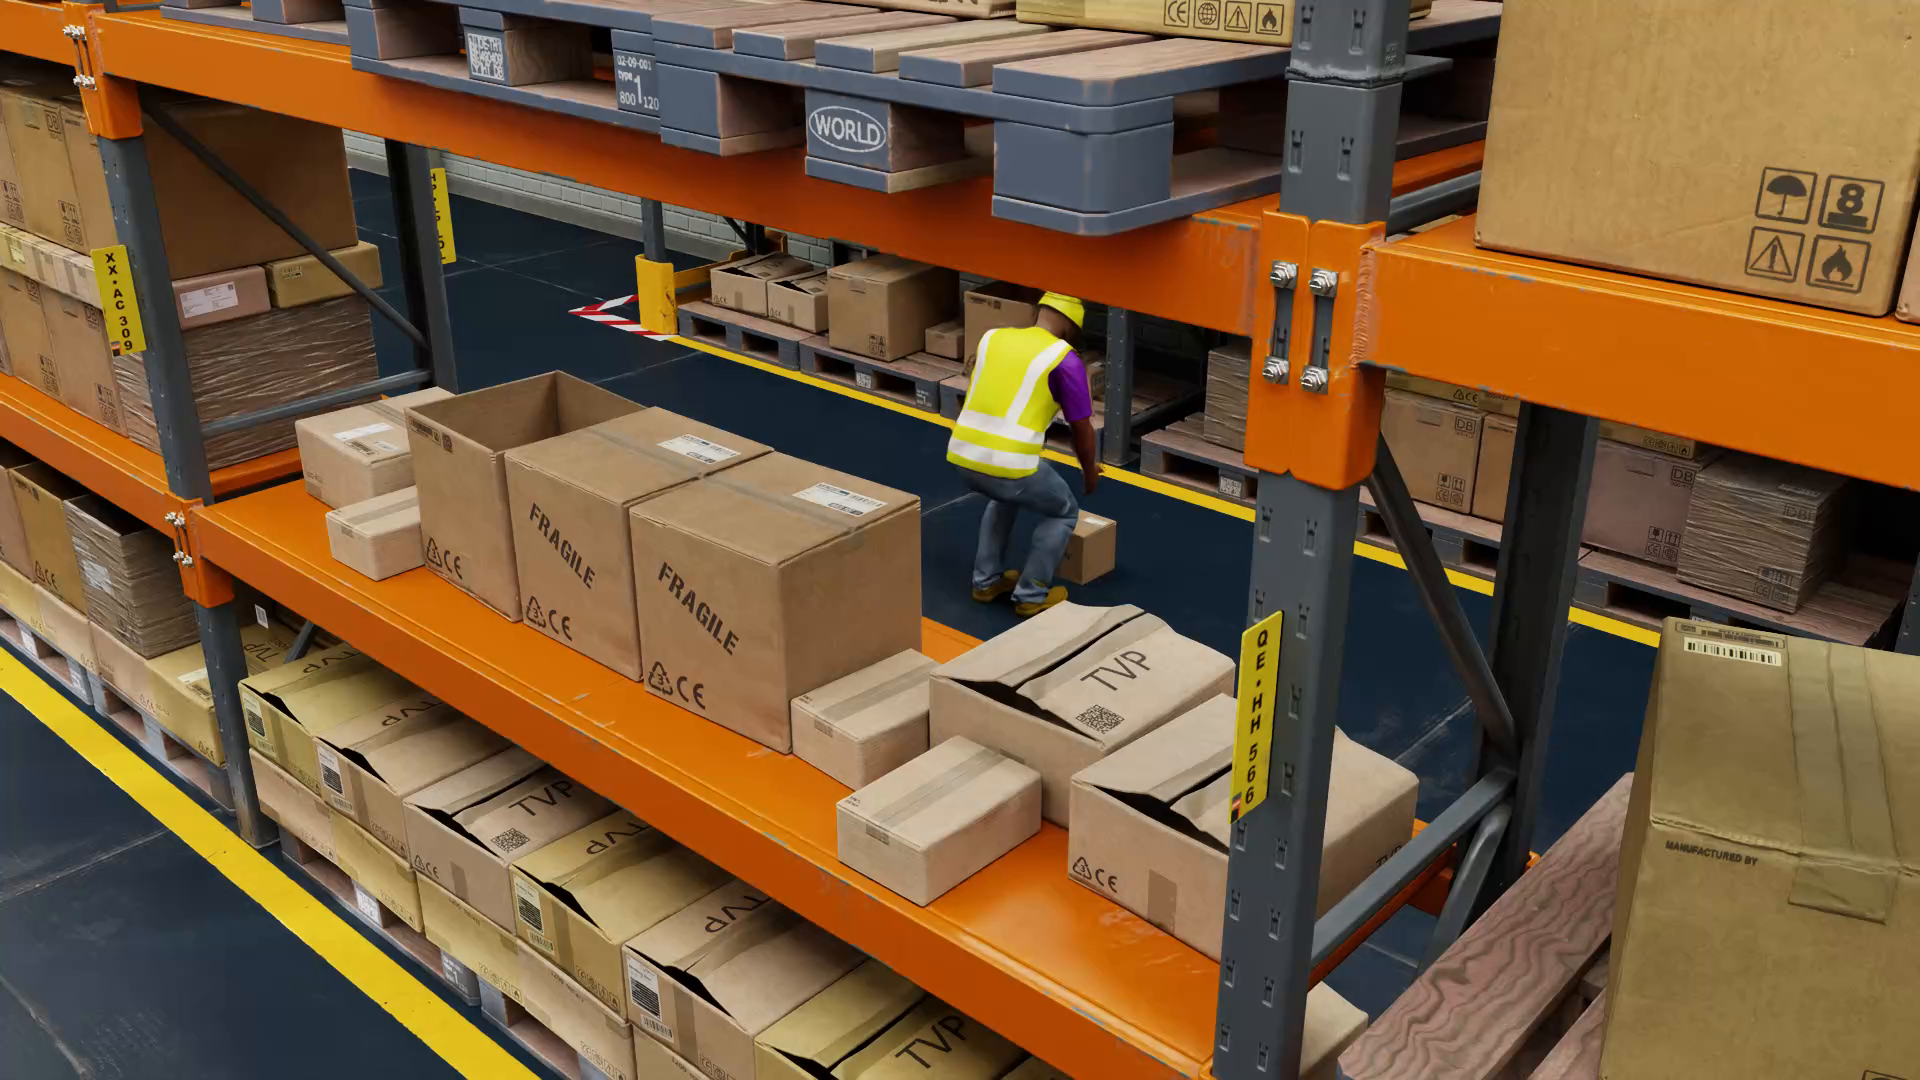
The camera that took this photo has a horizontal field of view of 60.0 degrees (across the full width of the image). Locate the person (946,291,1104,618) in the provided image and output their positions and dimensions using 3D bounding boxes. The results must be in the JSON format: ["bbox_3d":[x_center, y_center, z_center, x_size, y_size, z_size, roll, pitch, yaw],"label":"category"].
[{"bbox_3d":[0.269,-0.393,7.414,0.631,1.403,0.763,21,31,39],"label":"person"}]
